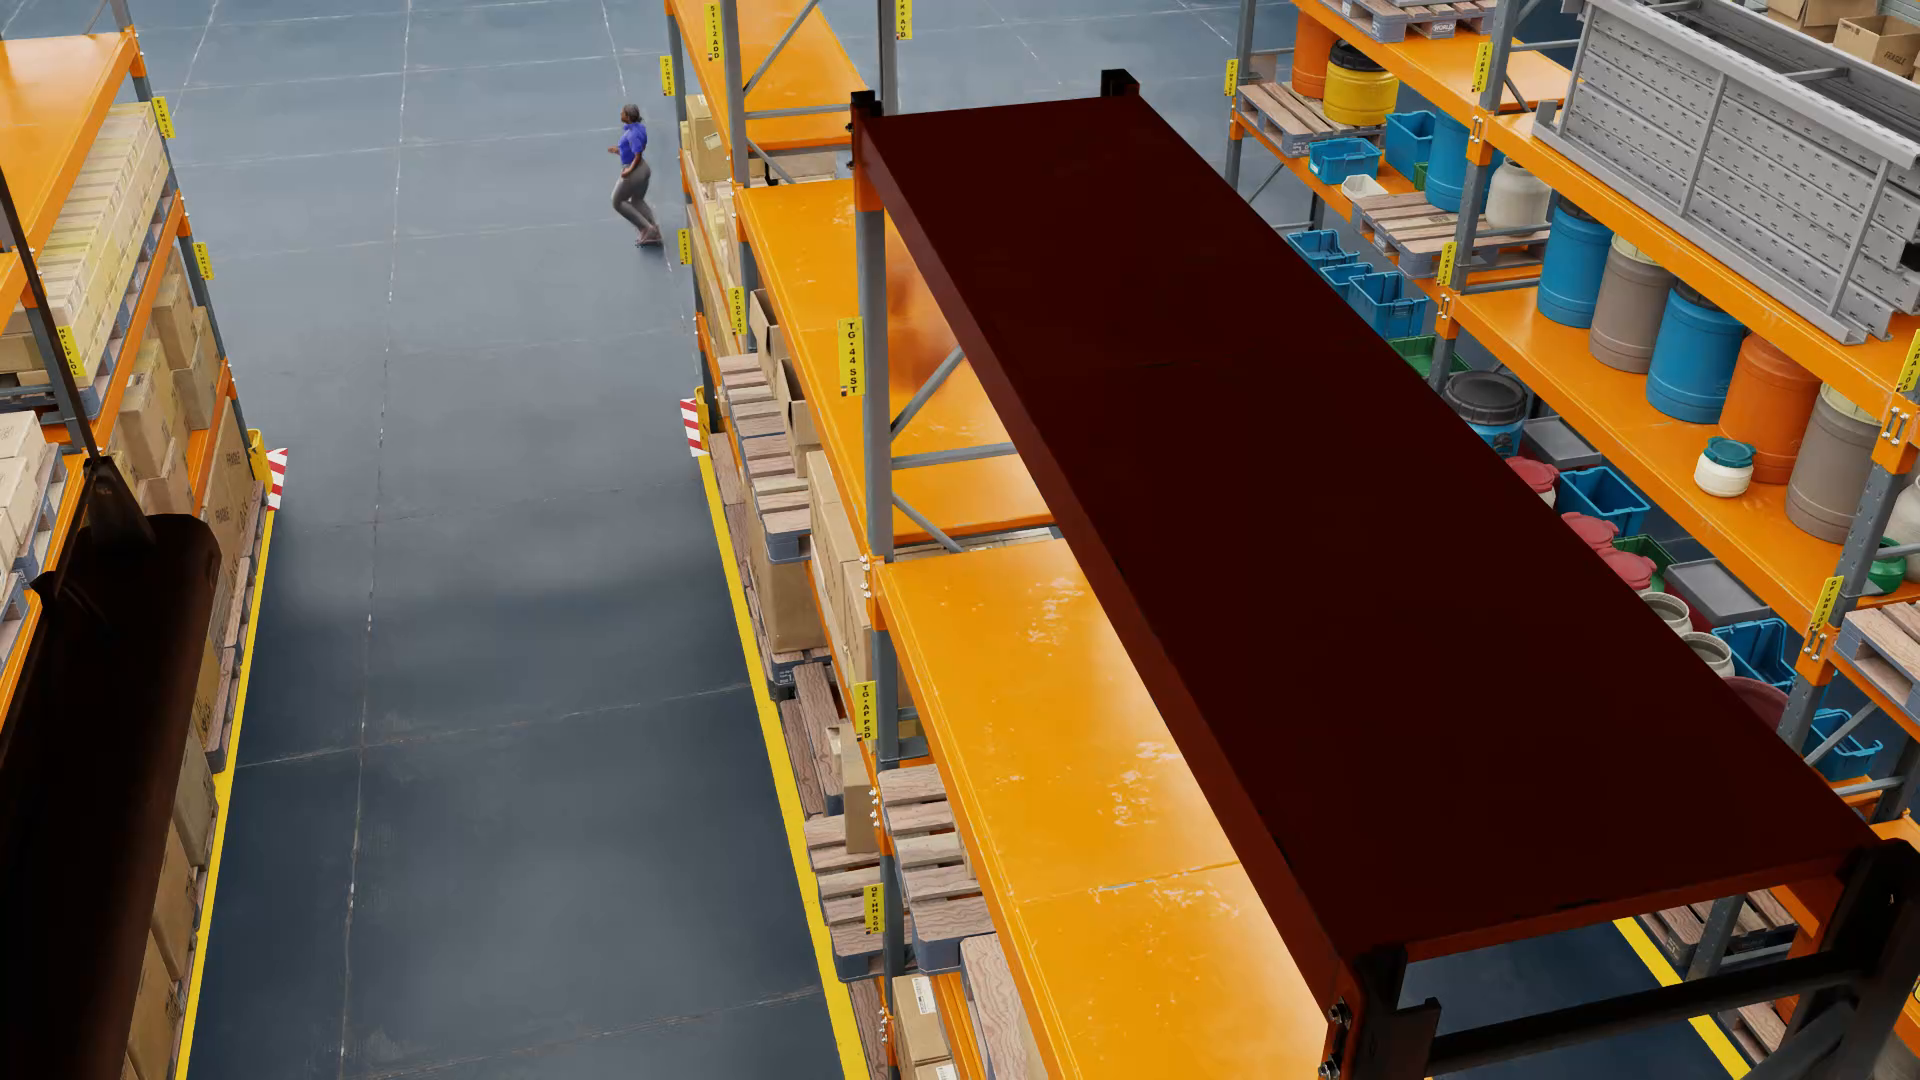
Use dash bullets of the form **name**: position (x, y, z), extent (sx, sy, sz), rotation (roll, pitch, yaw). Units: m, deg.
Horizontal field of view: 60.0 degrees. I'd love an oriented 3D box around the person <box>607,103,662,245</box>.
- **person**: position (-3.702, -4.097, 18.627), extent (0.580, 1.624, 0.562), rotation (8, 35, 11)
